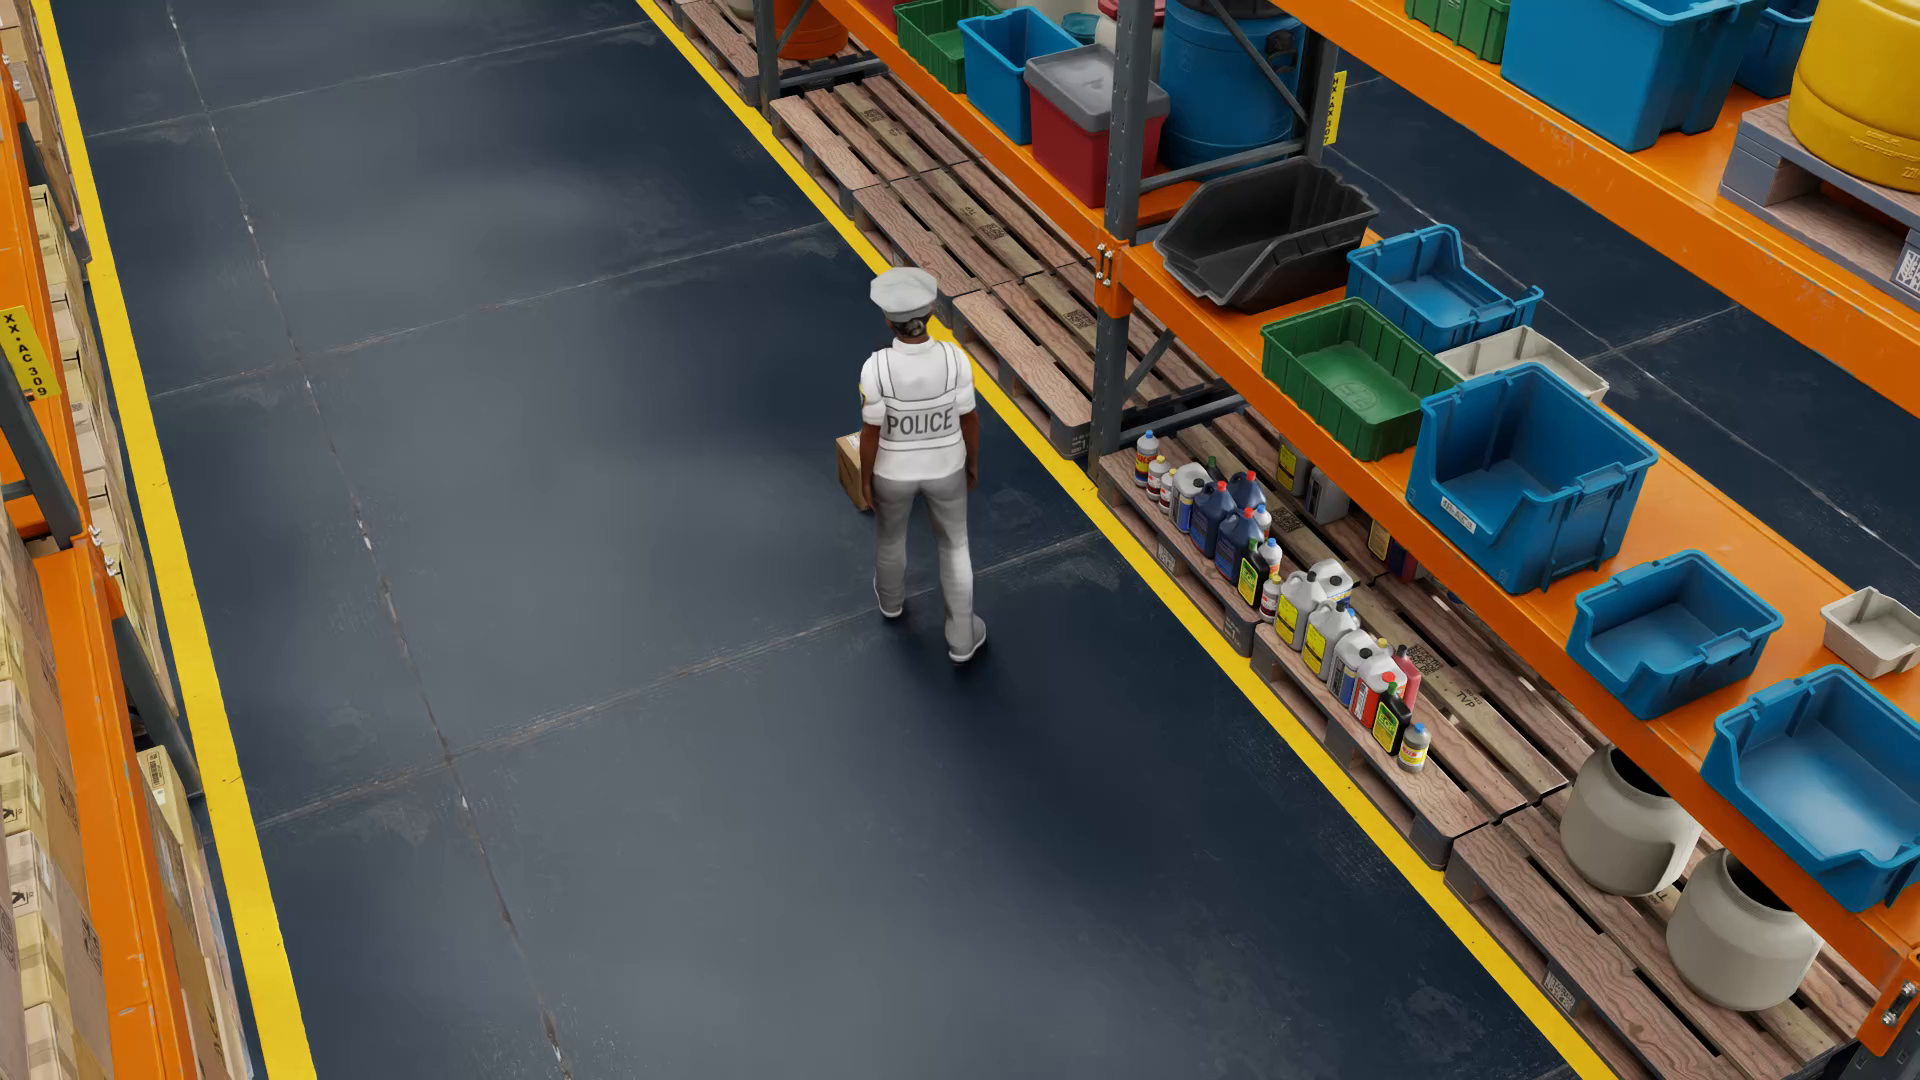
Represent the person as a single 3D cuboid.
[{"bbox_3d":[-0.149,-0.278,6.464,0.484,1.653,0.649,-6,42,-6],"label":"person"}]
